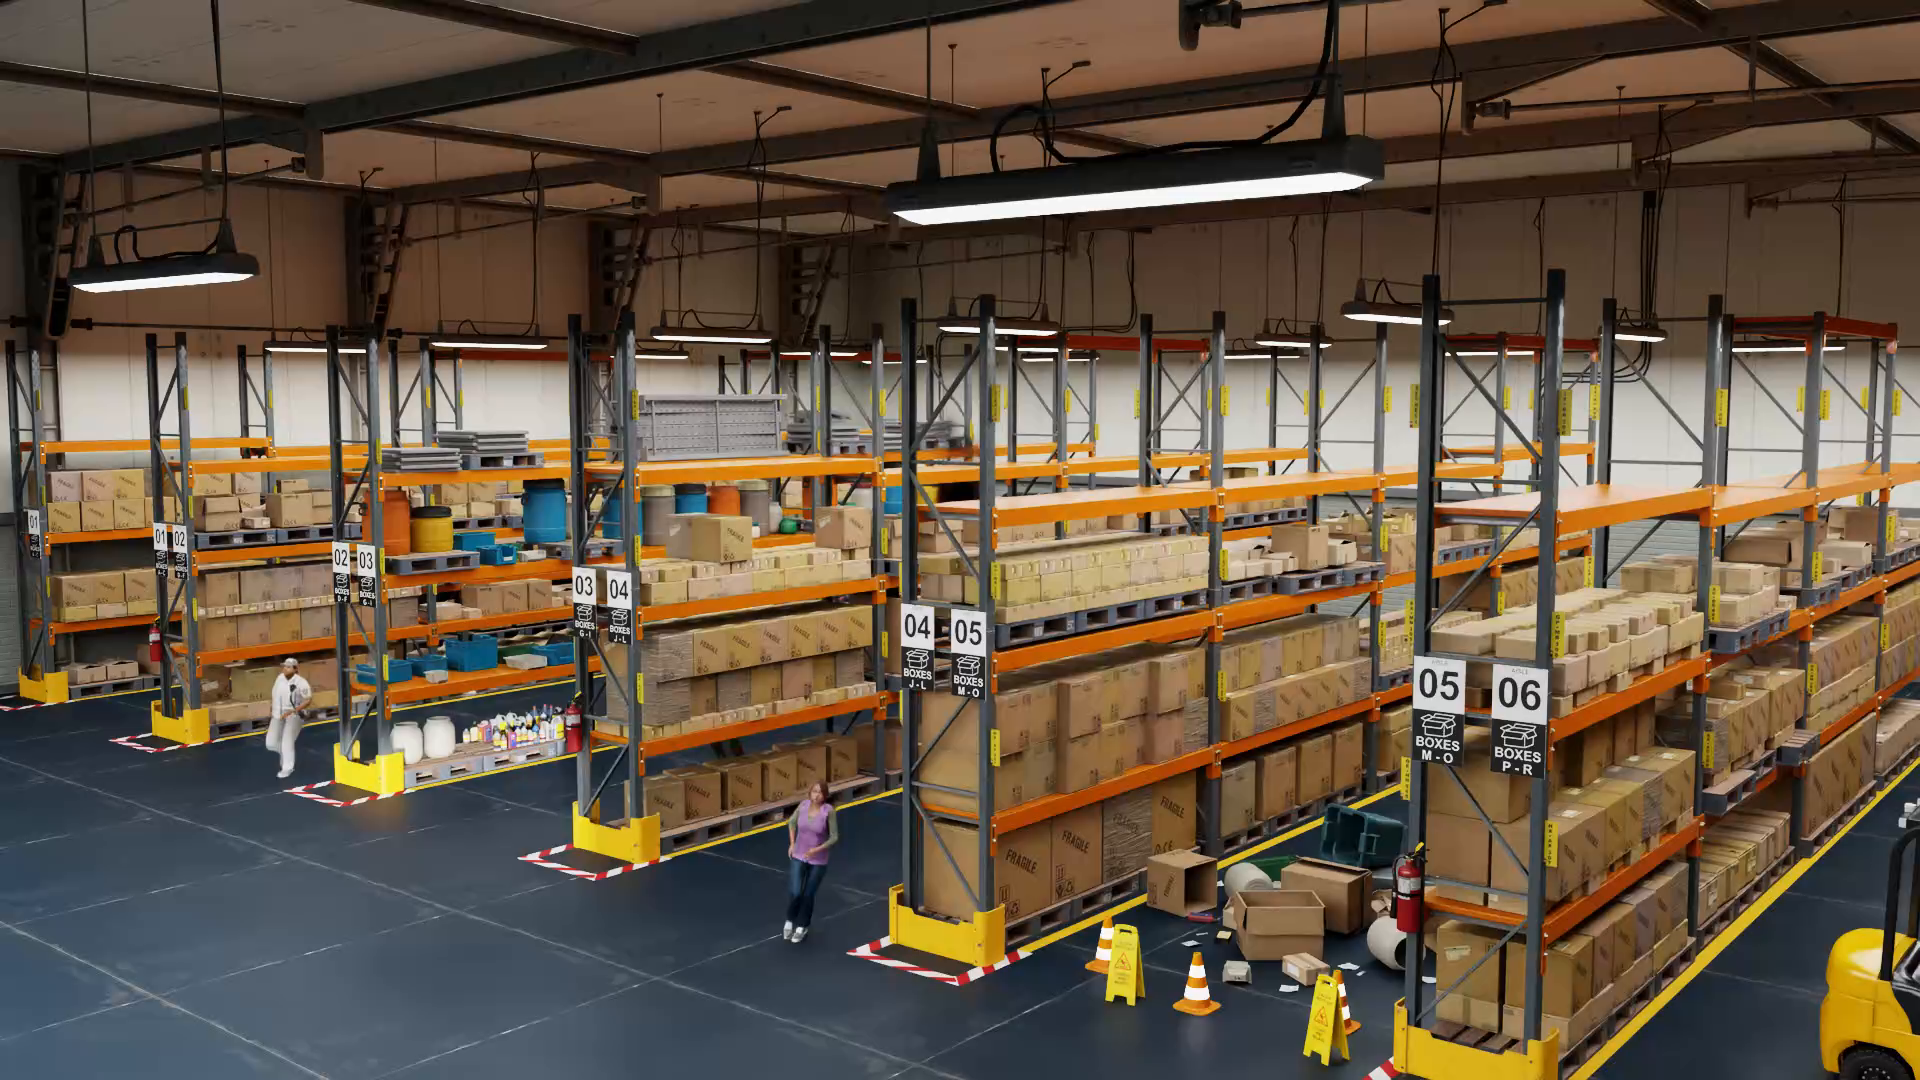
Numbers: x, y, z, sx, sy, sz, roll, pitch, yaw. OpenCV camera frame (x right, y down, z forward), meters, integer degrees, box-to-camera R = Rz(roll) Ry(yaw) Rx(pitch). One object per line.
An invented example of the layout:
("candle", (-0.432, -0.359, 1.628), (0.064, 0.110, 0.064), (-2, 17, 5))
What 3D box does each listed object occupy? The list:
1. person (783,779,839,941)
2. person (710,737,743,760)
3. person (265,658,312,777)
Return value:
("person", (-1.398, 2.997, 15.507), (0.542, 1.559, 0.553), (0, 5, 5))
("person", (-3.159, 2.269, 22.289), (0.641, 1.775, 0.690), (2, 6, 25))
("person", (-8.968, 2.367, 22.291), (0.614, 1.608, 0.526), (1, 5, 11))
